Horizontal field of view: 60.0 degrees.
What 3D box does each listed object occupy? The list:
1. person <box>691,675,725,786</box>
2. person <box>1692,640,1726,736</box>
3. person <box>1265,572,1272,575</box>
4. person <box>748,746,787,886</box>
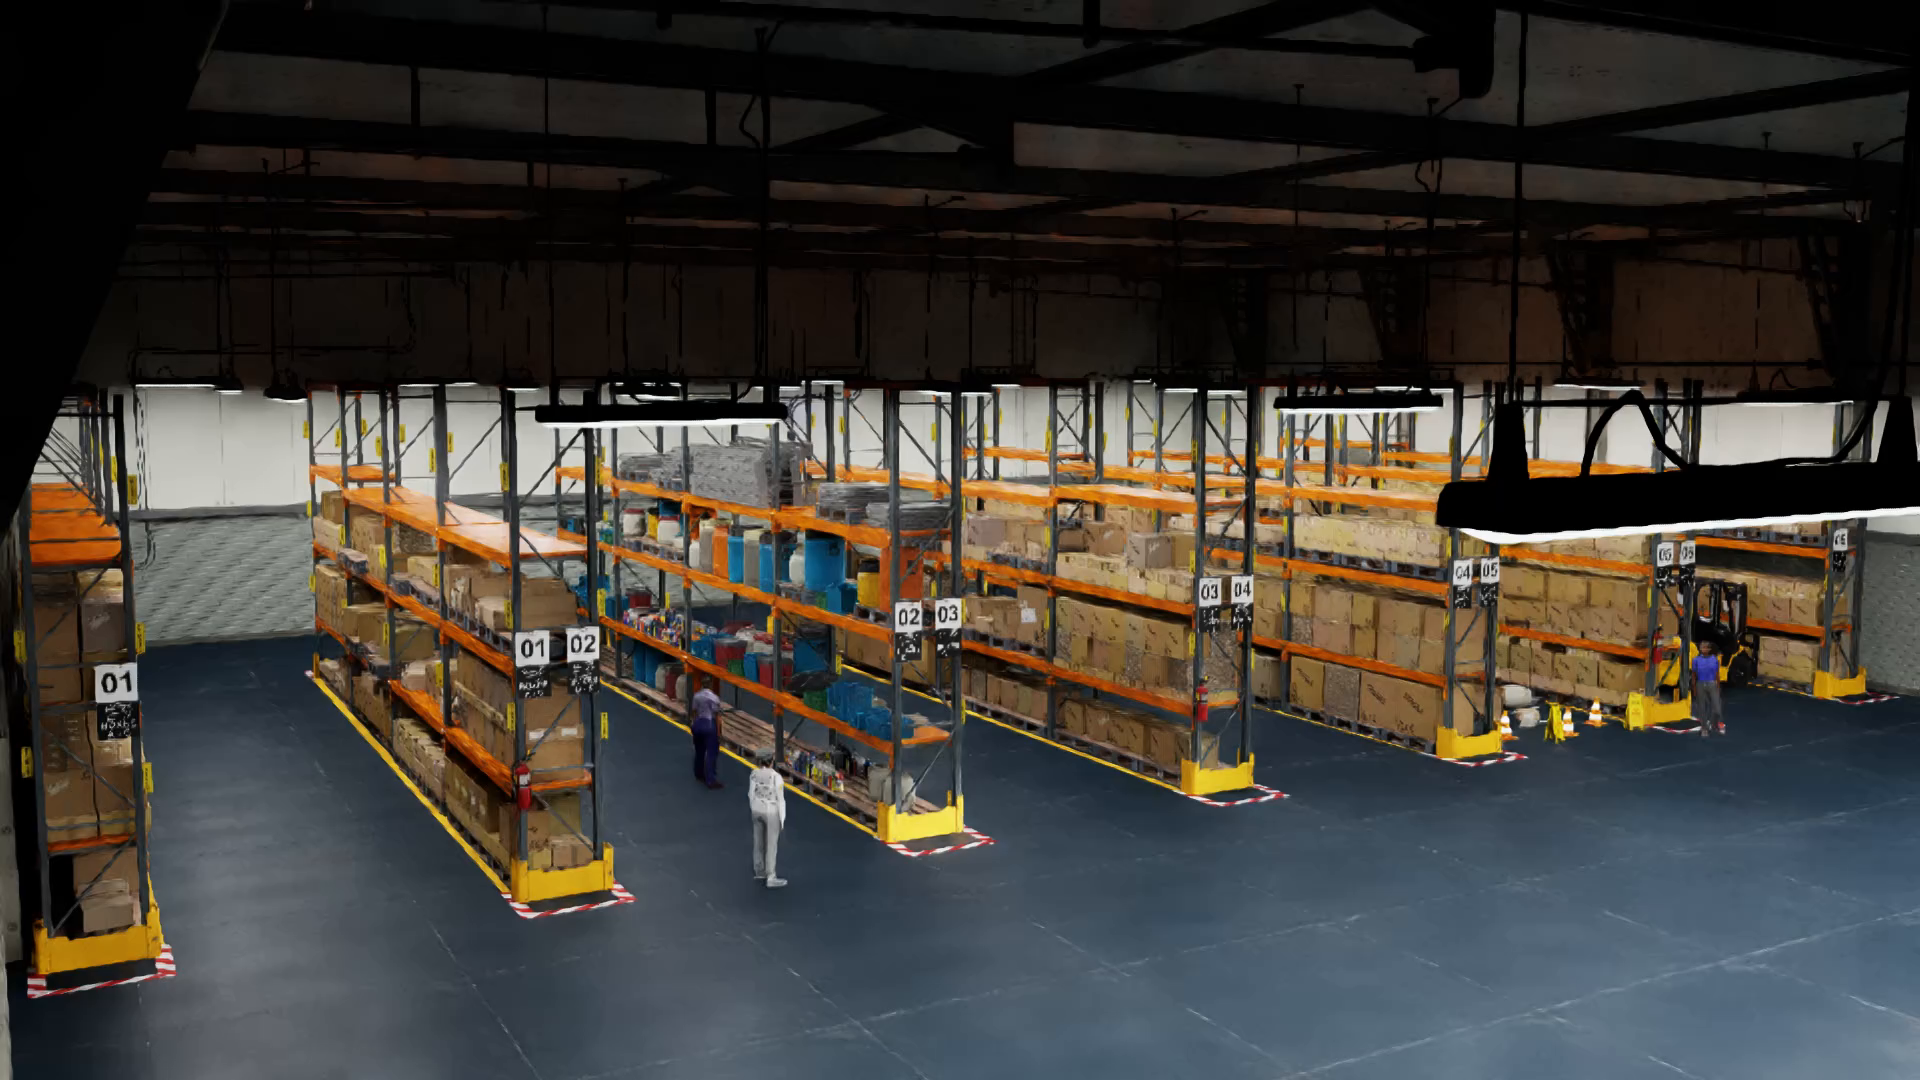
[{"bbox_3d":[-3.785,2.848,24.989,0.534,1.656,0.428,3,7,29],"label":"person"},{"bbox_3d":[12.729,2.510,28.247,0.598,1.641,0.437,2,6,16],"label":"person"},{"bbox_3d":[6.683,1.582,36.114,0.629,1.794,0.466,4,7,31],"label":"person"},{"bbox_3d":[-2.327,3.340,20.207,0.532,1.674,0.409,3,7,29],"label":"person"}]
